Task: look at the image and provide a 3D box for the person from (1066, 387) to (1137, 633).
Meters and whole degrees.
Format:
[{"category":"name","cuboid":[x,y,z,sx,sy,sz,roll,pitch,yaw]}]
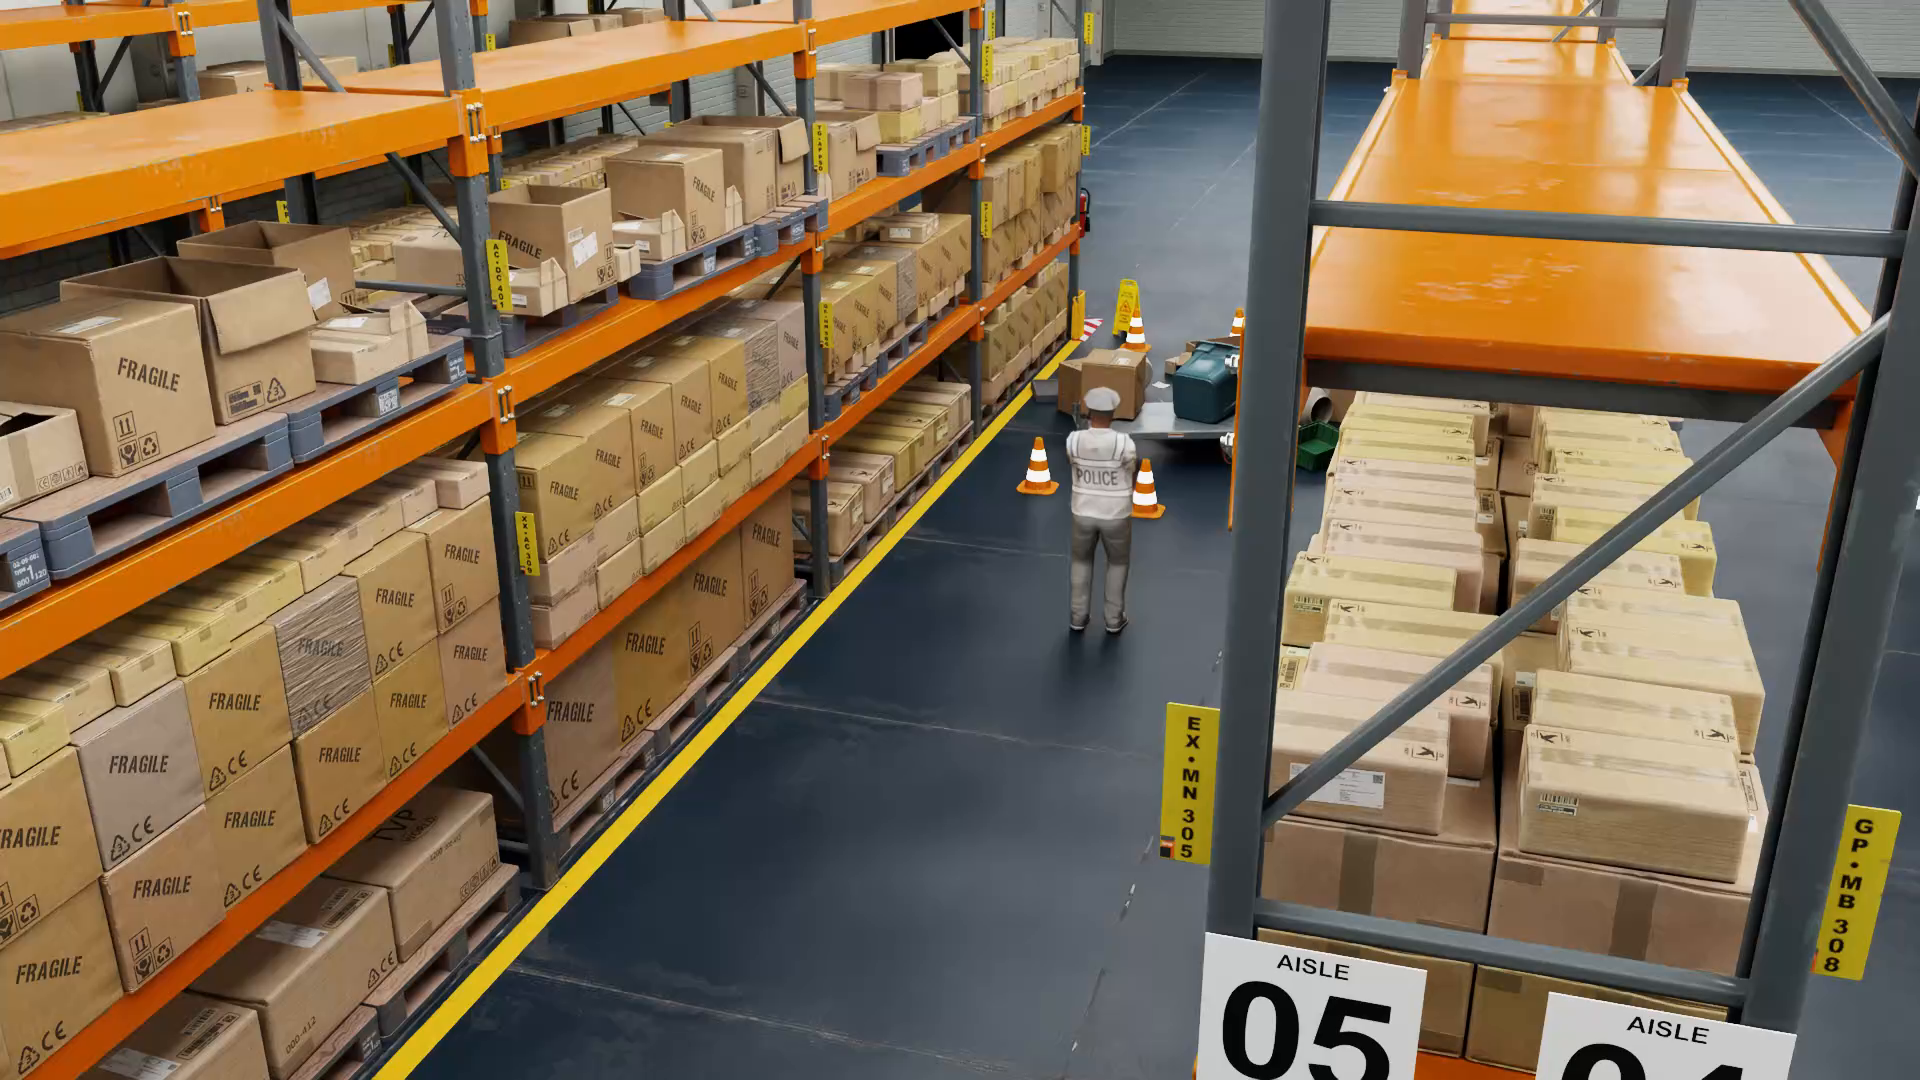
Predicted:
[{"category":"person","cuboid":[0.991,-0.222,11.645,0.490,1.772,0.564,6,23,15]}]
